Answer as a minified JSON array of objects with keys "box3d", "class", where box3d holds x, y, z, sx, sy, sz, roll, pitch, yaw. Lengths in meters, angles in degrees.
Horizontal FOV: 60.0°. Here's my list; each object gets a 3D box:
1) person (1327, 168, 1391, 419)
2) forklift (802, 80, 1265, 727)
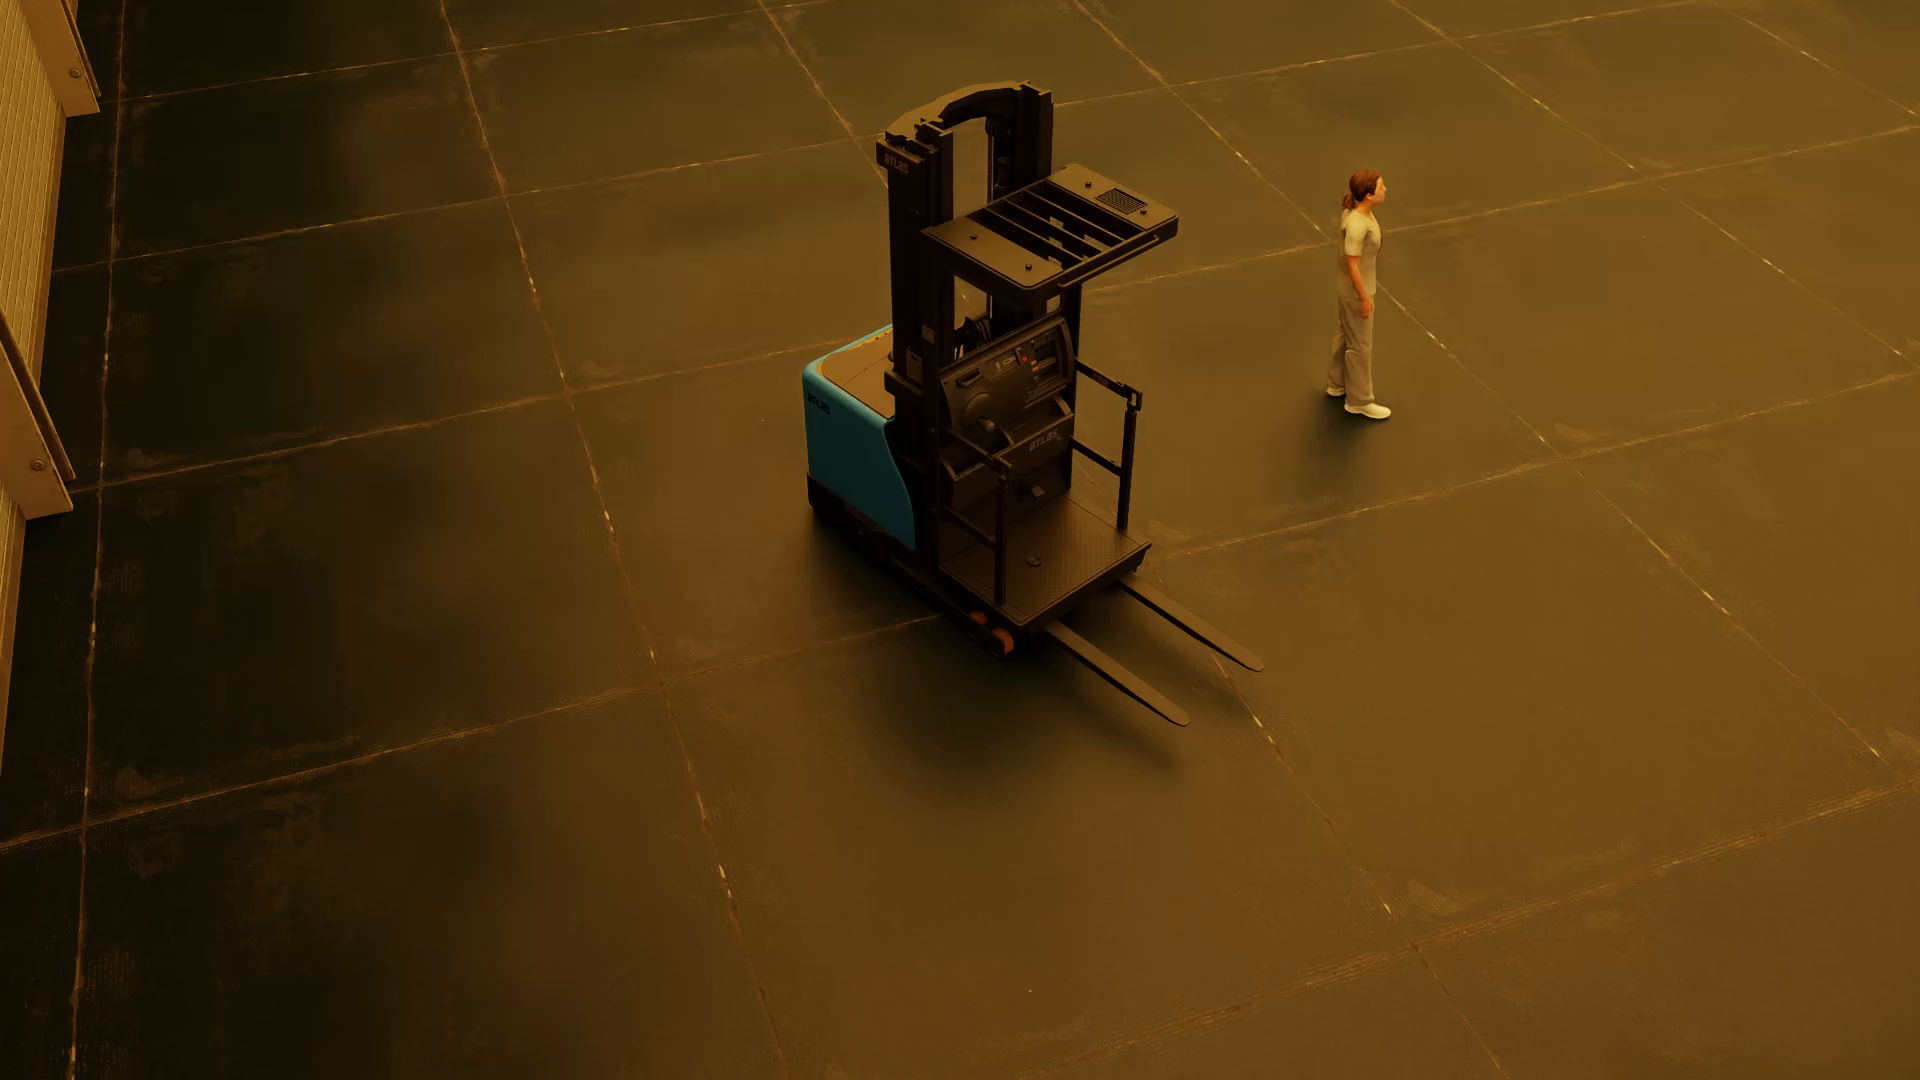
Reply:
[{"box3d":[2.676,-1.640,10.924,0.550,1.663,0.546,6,40,7],"class":"person"},{"box3d":[0.409,-0.833,8.988,1.130,2.935,3.031,-30,49,-31],"class":"forklift"}]
